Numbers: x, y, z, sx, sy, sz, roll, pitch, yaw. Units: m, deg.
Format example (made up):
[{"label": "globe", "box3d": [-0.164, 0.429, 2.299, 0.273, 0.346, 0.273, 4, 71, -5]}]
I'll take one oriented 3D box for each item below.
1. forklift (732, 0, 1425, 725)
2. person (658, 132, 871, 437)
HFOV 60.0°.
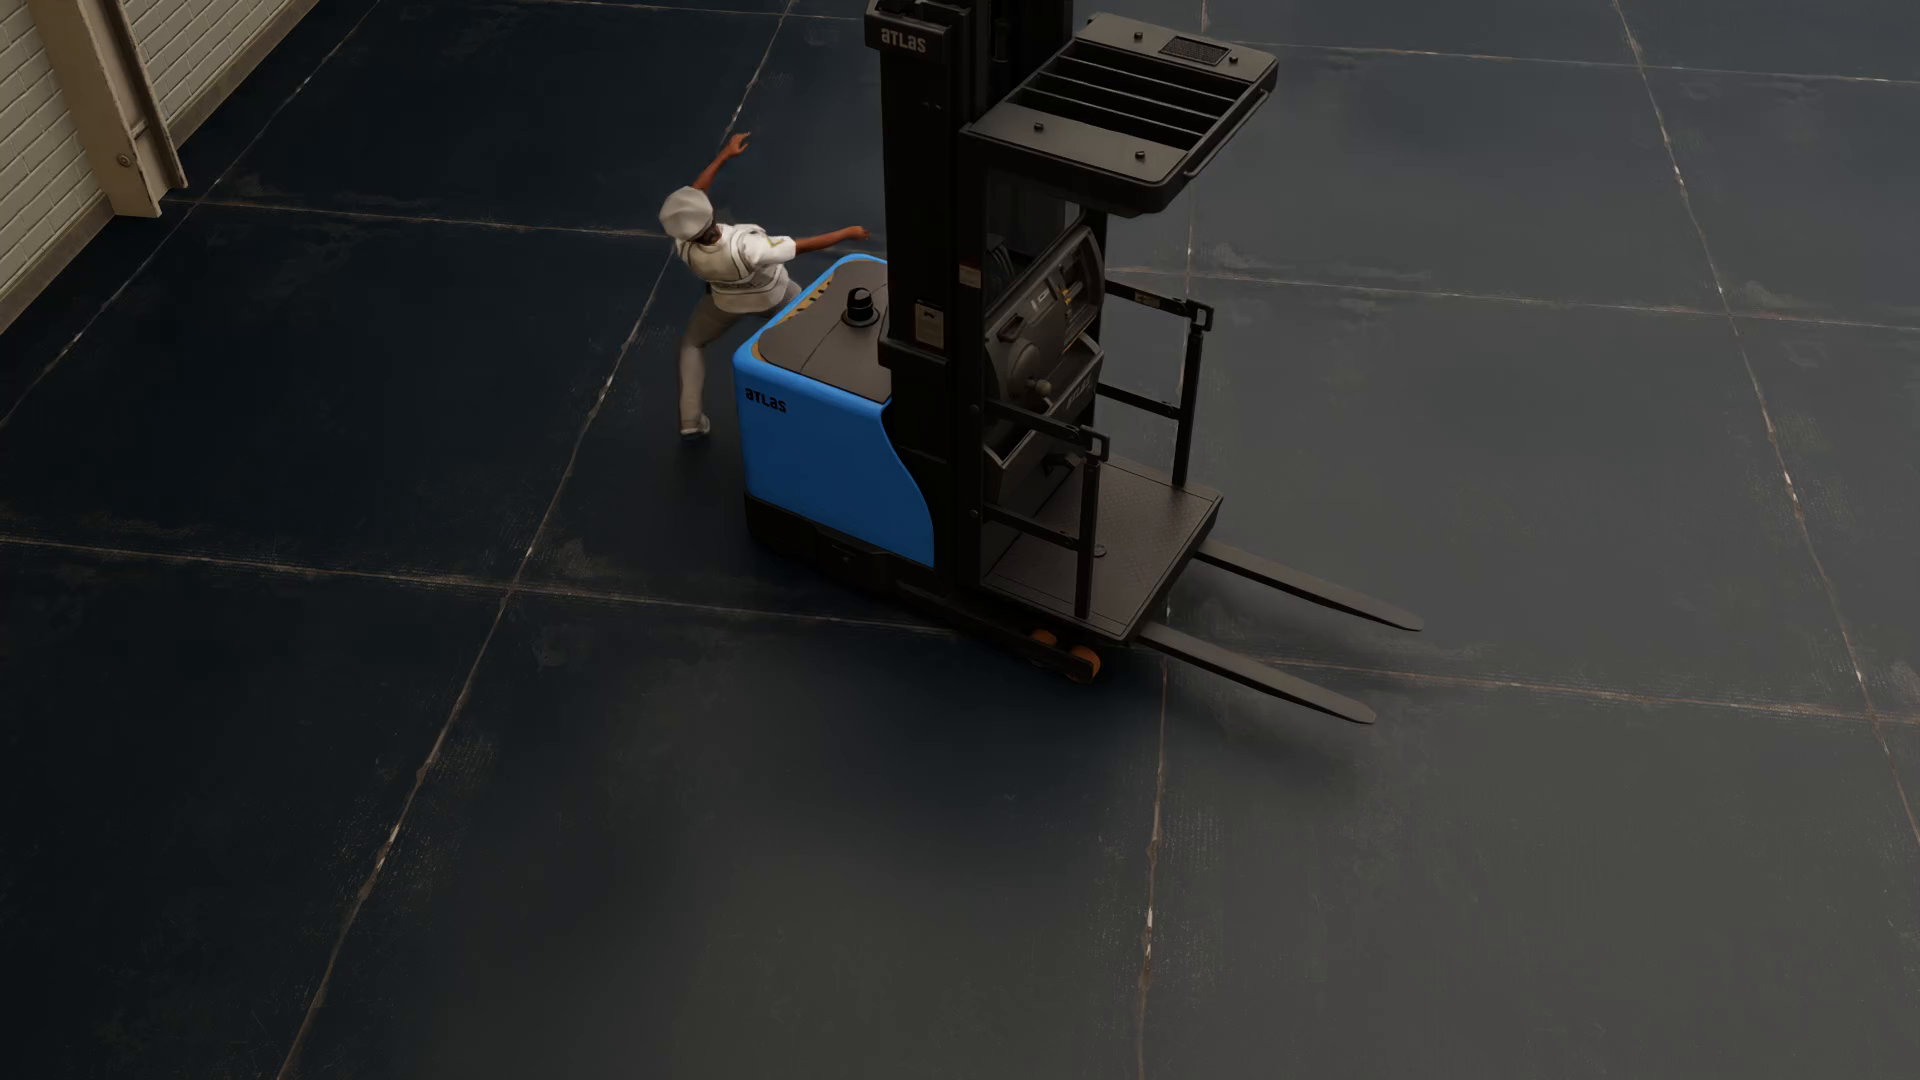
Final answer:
[{"label": "forklift", "box3d": [0.529, -0.874, 6.675, 3.031, 2.935, 1.130, 21, 47, 22]}, {"label": "person", "box3d": [-0.921, -1.168, 8.061, 1.000, 1.438, 0.711, -2, 43, -2]}]
